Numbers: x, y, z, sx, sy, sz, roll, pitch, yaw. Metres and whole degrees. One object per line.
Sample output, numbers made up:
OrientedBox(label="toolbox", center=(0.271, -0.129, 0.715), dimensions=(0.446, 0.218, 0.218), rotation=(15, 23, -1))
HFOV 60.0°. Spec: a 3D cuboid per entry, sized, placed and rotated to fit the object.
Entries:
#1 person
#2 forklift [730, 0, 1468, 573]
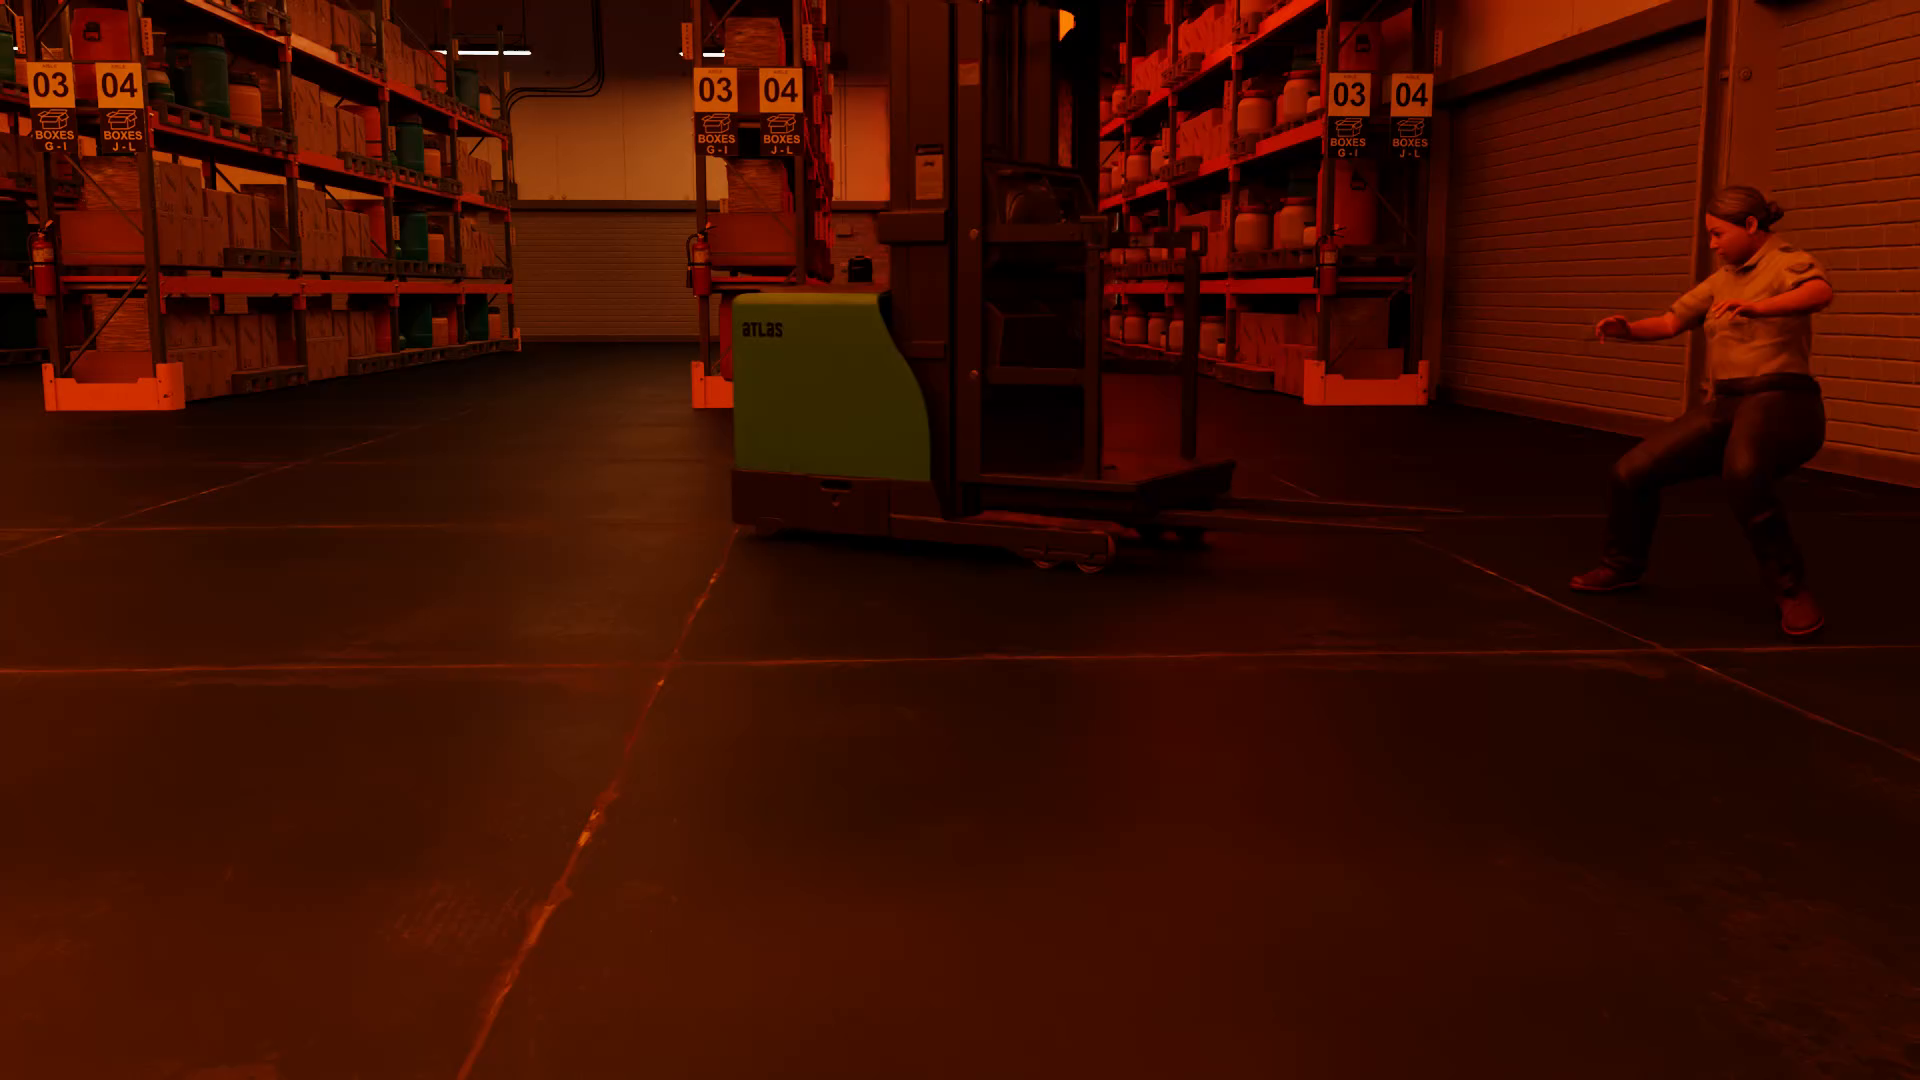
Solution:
OrientedBox(label="person", center=(2.504, -0.457, 5.531), dimensions=(0.675, 1.425, 1.084), rotation=(-1, 8, -4))
OrientedBox(label="forklift", center=(0.525, -1.411, 6.833), dimensions=(3.031, 2.935, 1.130), rotation=(5, 10, 29))
